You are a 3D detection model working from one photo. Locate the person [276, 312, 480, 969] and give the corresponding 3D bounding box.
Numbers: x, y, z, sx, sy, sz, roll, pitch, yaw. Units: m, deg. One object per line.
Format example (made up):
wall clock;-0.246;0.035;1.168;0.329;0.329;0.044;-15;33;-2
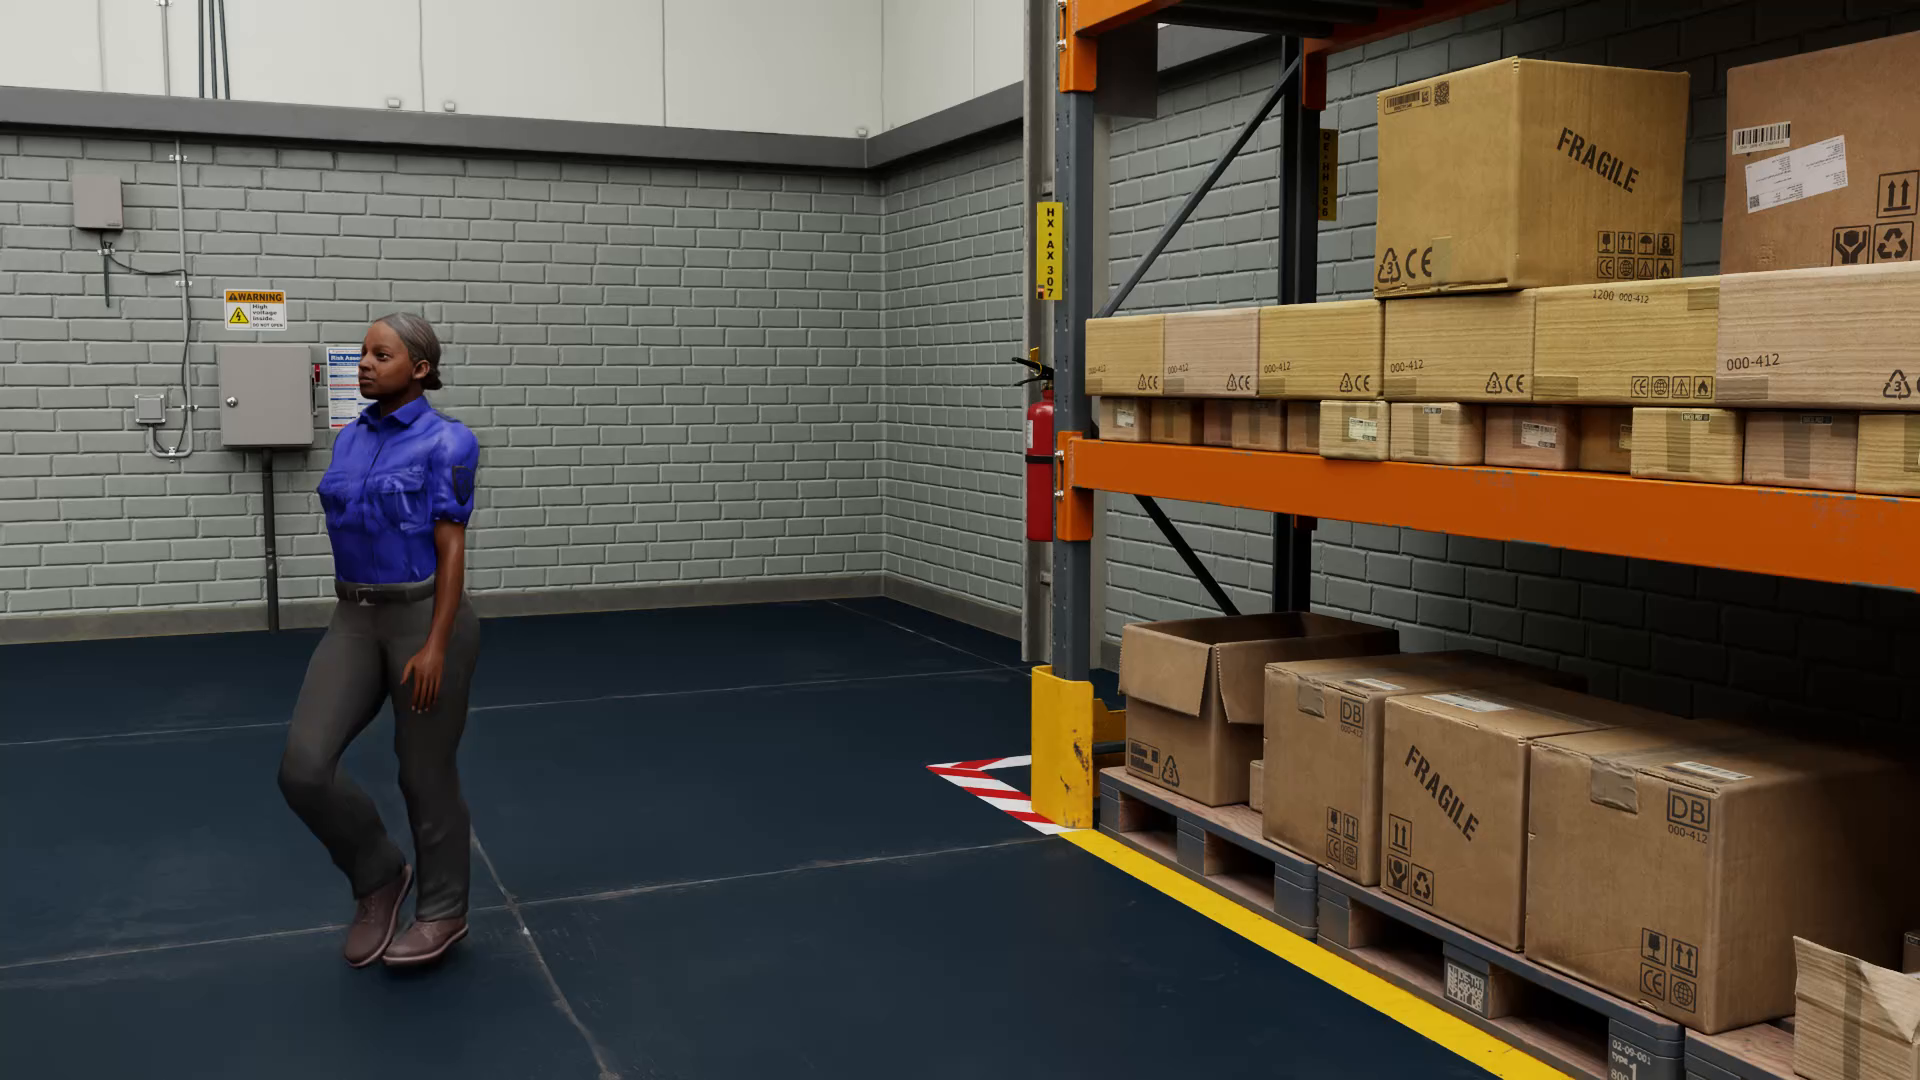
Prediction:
person;-1.433;0.269;4.164;0.435;1.672;0.445;2;6;18
